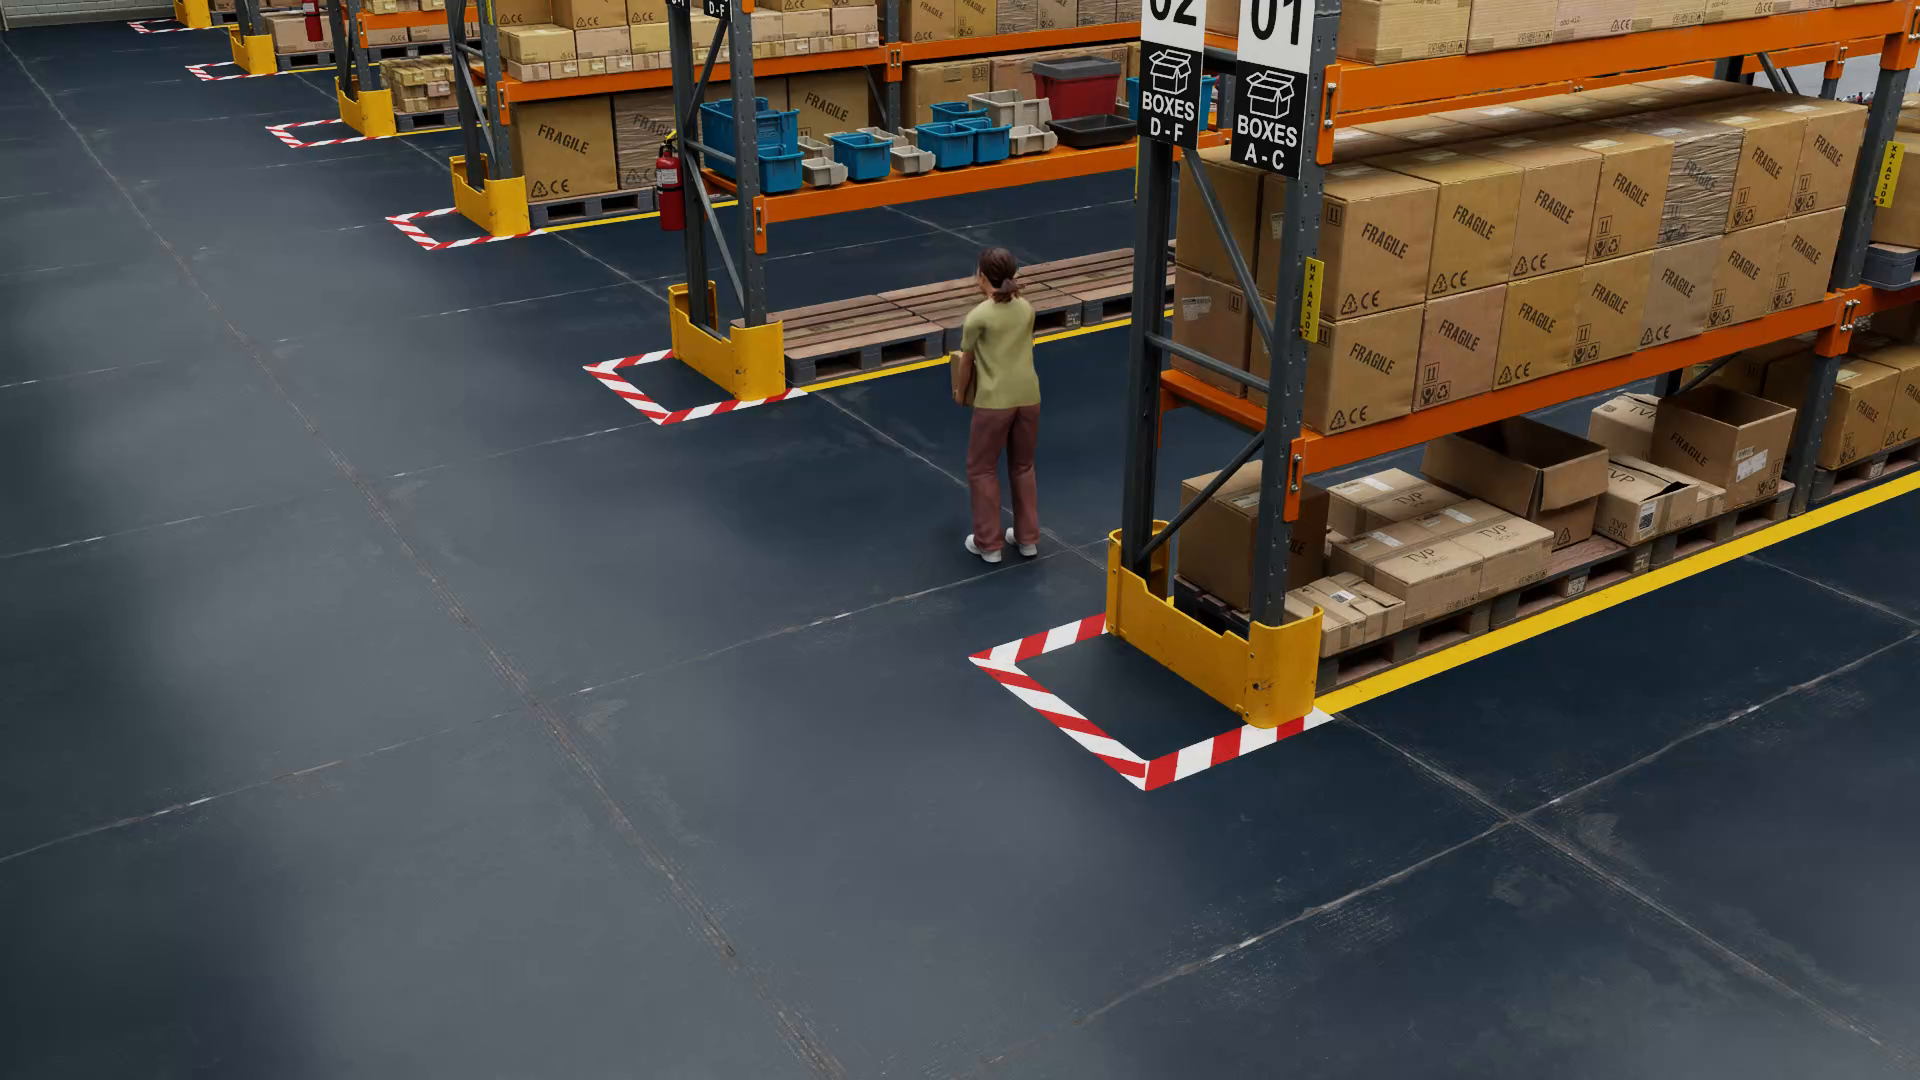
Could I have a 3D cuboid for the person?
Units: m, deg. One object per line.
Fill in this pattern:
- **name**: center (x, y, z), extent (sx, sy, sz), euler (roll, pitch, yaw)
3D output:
- **person**: center (0.188, -0.715, 8.656), extent (0.407, 1.658, 0.503), euler (-12, 28, -23)
